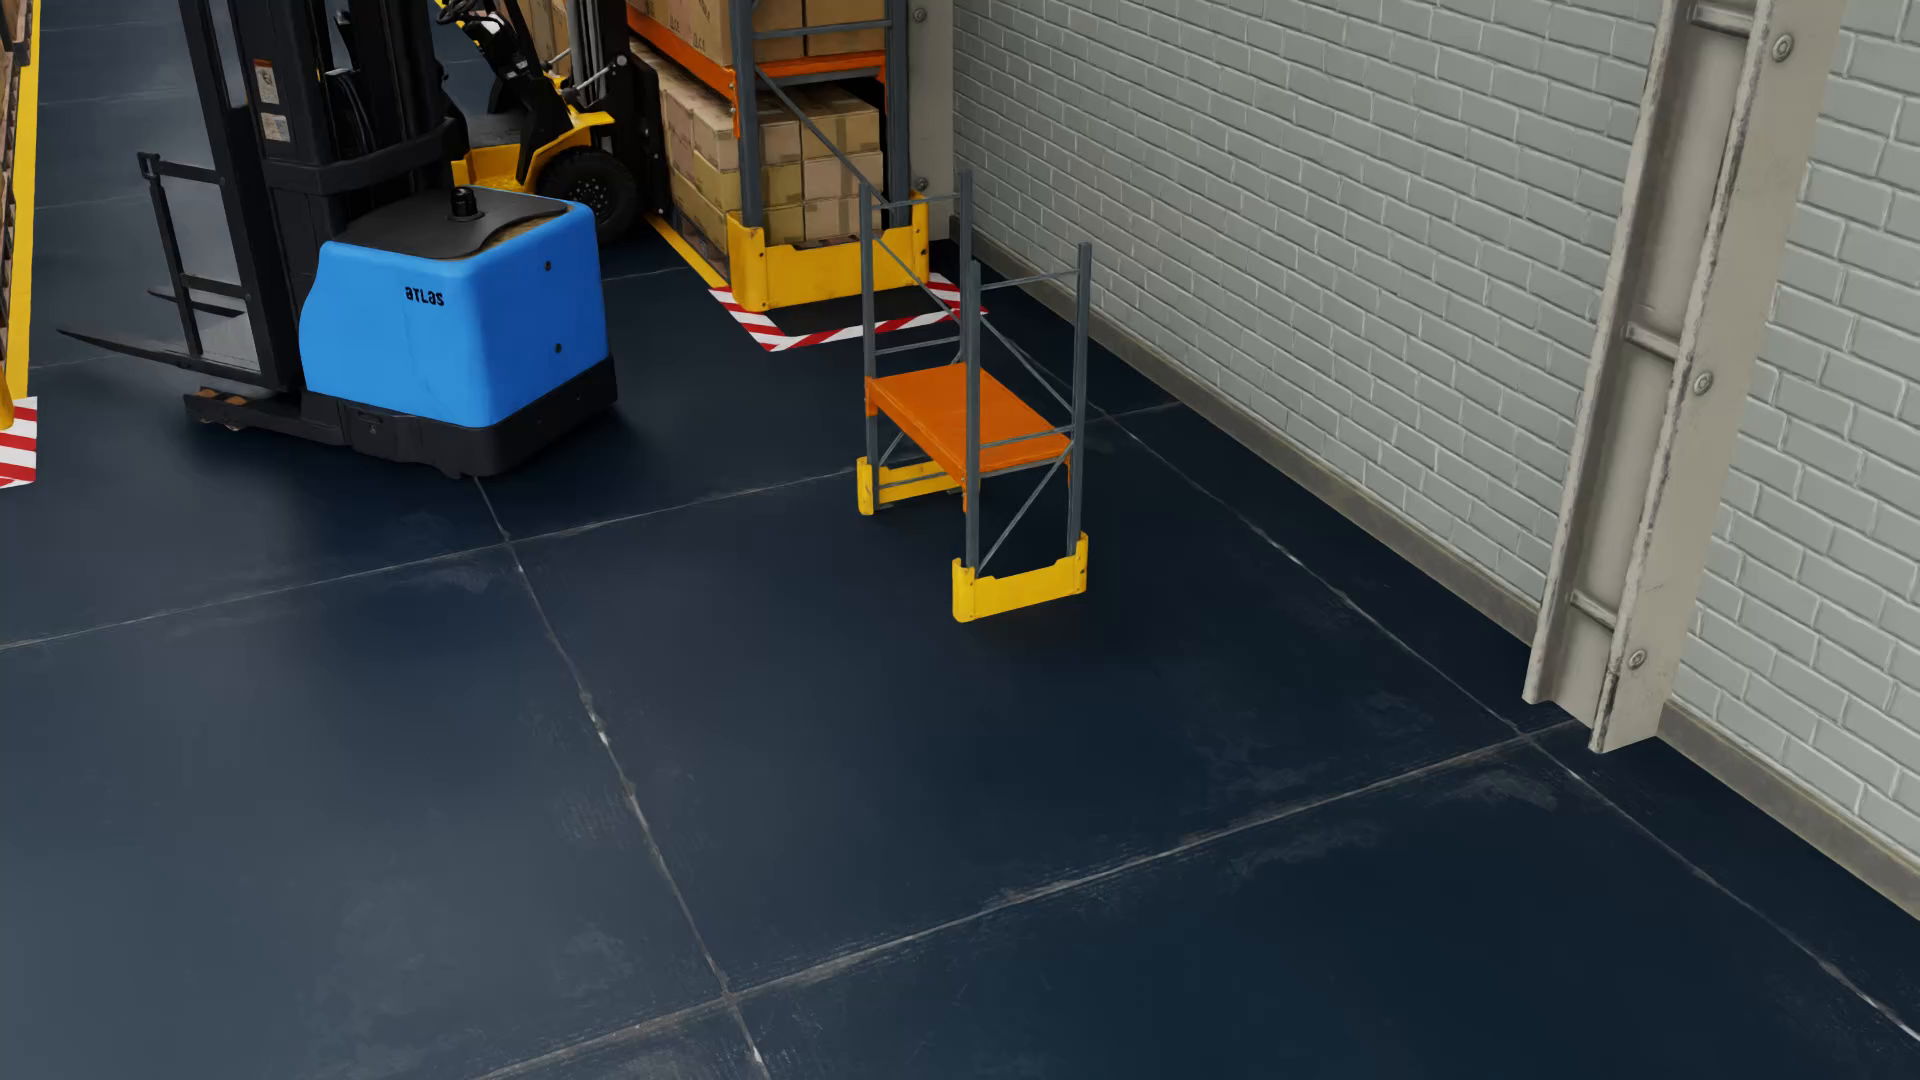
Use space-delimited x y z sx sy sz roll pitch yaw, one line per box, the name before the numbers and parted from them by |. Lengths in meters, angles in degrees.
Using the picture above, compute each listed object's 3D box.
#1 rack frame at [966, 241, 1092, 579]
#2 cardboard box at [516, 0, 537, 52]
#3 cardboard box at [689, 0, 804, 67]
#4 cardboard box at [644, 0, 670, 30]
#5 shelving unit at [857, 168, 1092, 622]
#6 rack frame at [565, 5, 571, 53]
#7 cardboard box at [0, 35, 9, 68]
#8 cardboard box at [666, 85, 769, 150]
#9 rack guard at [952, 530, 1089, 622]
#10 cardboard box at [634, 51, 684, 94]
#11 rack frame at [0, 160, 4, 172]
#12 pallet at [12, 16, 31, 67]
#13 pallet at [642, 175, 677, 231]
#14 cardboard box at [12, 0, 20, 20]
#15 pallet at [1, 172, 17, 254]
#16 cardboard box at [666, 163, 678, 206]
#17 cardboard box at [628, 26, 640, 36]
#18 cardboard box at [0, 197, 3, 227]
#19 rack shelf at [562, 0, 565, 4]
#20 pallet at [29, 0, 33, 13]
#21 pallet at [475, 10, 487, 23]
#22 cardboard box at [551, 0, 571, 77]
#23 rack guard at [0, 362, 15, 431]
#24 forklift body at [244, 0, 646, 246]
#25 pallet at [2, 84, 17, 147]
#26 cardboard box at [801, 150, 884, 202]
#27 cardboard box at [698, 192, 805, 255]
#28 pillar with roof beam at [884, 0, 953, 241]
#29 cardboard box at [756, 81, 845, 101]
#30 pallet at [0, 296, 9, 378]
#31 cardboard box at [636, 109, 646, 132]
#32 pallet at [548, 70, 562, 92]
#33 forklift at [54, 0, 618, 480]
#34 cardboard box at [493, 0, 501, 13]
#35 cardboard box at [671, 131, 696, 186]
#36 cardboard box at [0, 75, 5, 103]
rack frame | 0.255 -0.392 6.416 0.500 1.500 0.032 -13 32 -22
cardboard box | -3.377 -4.640 14.456 0.875 0.625 0.625 -14 32 -24
cardboard box | -1.223 -3.027 9.479 0.500 0.500 0.500 -14 32 -23
cardboard box | -1.658 -3.484 10.295 0.500 0.500 0.500 -14 32 -23
shelving unit | 0.033 -0.620 6.823 0.587 1.500 1.083 -13 32 -22
rack frame | -2.492 -4.588 12.365 1.000 3.000 0.127 -13 32 -22
cardboard box | -8.457 -4.097 13.746 0.950 0.372 0.625 -15 33 -25
cardboard box | -1.479 -2.603 10.186 0.500 0.250 0.500 -12 32 -21
rack guard | 0.247 0.145 6.737 0.587 0.250 0.087 -13 32 -22
cardboard box | -1.915 -3.050 10.981 0.500 0.250 0.500 -14 32 -23
rack frame | -6.973 -3.544 10.504 1.000 3.000 0.127 -13 32 -22
pallet | -8.961 -4.459 14.986 1.003 0.211 1.213 -13 32 -22
pallet | -1.661 -2.472 11.443 1.003 0.211 1.213 -13 32 -22
cardboard box | -9.291 -5.285 15.351 0.875 0.875 0.875 -13 32 -21
pallet | -6.653 -2.039 10.670 1.003 0.211 1.213 -13 32 -22
cardboard box | -1.673 -2.391 10.829 0.500 0.250 0.500 -13 32 -21
cardboard box | -2.357 -3.501 11.785 0.500 0.250 0.500 -13 32 -22
cardboard box | -6.239 -2.090 10.293 0.500 0.250 0.500 -14 32 -23
rack shelf | -3.351 -5.158 14.117 1.077 0.370 4.000 -13 32 -22
pallet | -10.008 -5.537 16.908 1.003 0.211 1.213 -13 32 -22
pallet | -3.891 -4.767 15.535 1.003 0.211 1.213 -13 32 -22
cardboard box | -2.726 -3.964 13.250 0.875 0.625 0.625 -12 31 -20
rack guard | -5.289 -0.721 8.024 1.175 0.500 0.348 -13 32 -22
forklift body | -3.236 -2.906 10.233 2.313 2.155 1.214 -13 32 -22
pallet | -7.837 -3.211 12.761 1.003 0.211 1.213 -13 32 -22
cardboard box | -0.789 -2.274 10.110 0.500 0.250 0.500 -12 32 -21
cardboard box | -1.262 -1.946 10.036 0.500 0.250 0.500 -13 32 -22
pillar with roof beam | -4.148 -5.031 7.021 9.100 9.000 0.400 -13 32 -22
cardboard box | -1.028 -2.713 10.381 0.500 0.250 0.500 -13 32 -22
pallet | -5.606 -0.961 8.748 1.003 0.211 1.213 -13 32 -22
cardboard box | -1.924 -2.842 11.122 0.500 0.250 0.500 -13 32 -22
pallet | -2.843 -3.689 13.613 1.003 0.211 1.213 -13 32 -22
forklift | -3.283 -2.037 7.885 3.031 2.935 1.130 13 32 22
cardboard box | -3.954 -5.224 15.498 0.875 0.625 0.625 -12 31 -20
cardboard box | -1.472 -2.396 10.327 0.500 0.250 0.500 -13 32 -22
cardboard box | -7.813 -3.436 12.568 0.950 0.372 0.625 -12 31 -20
